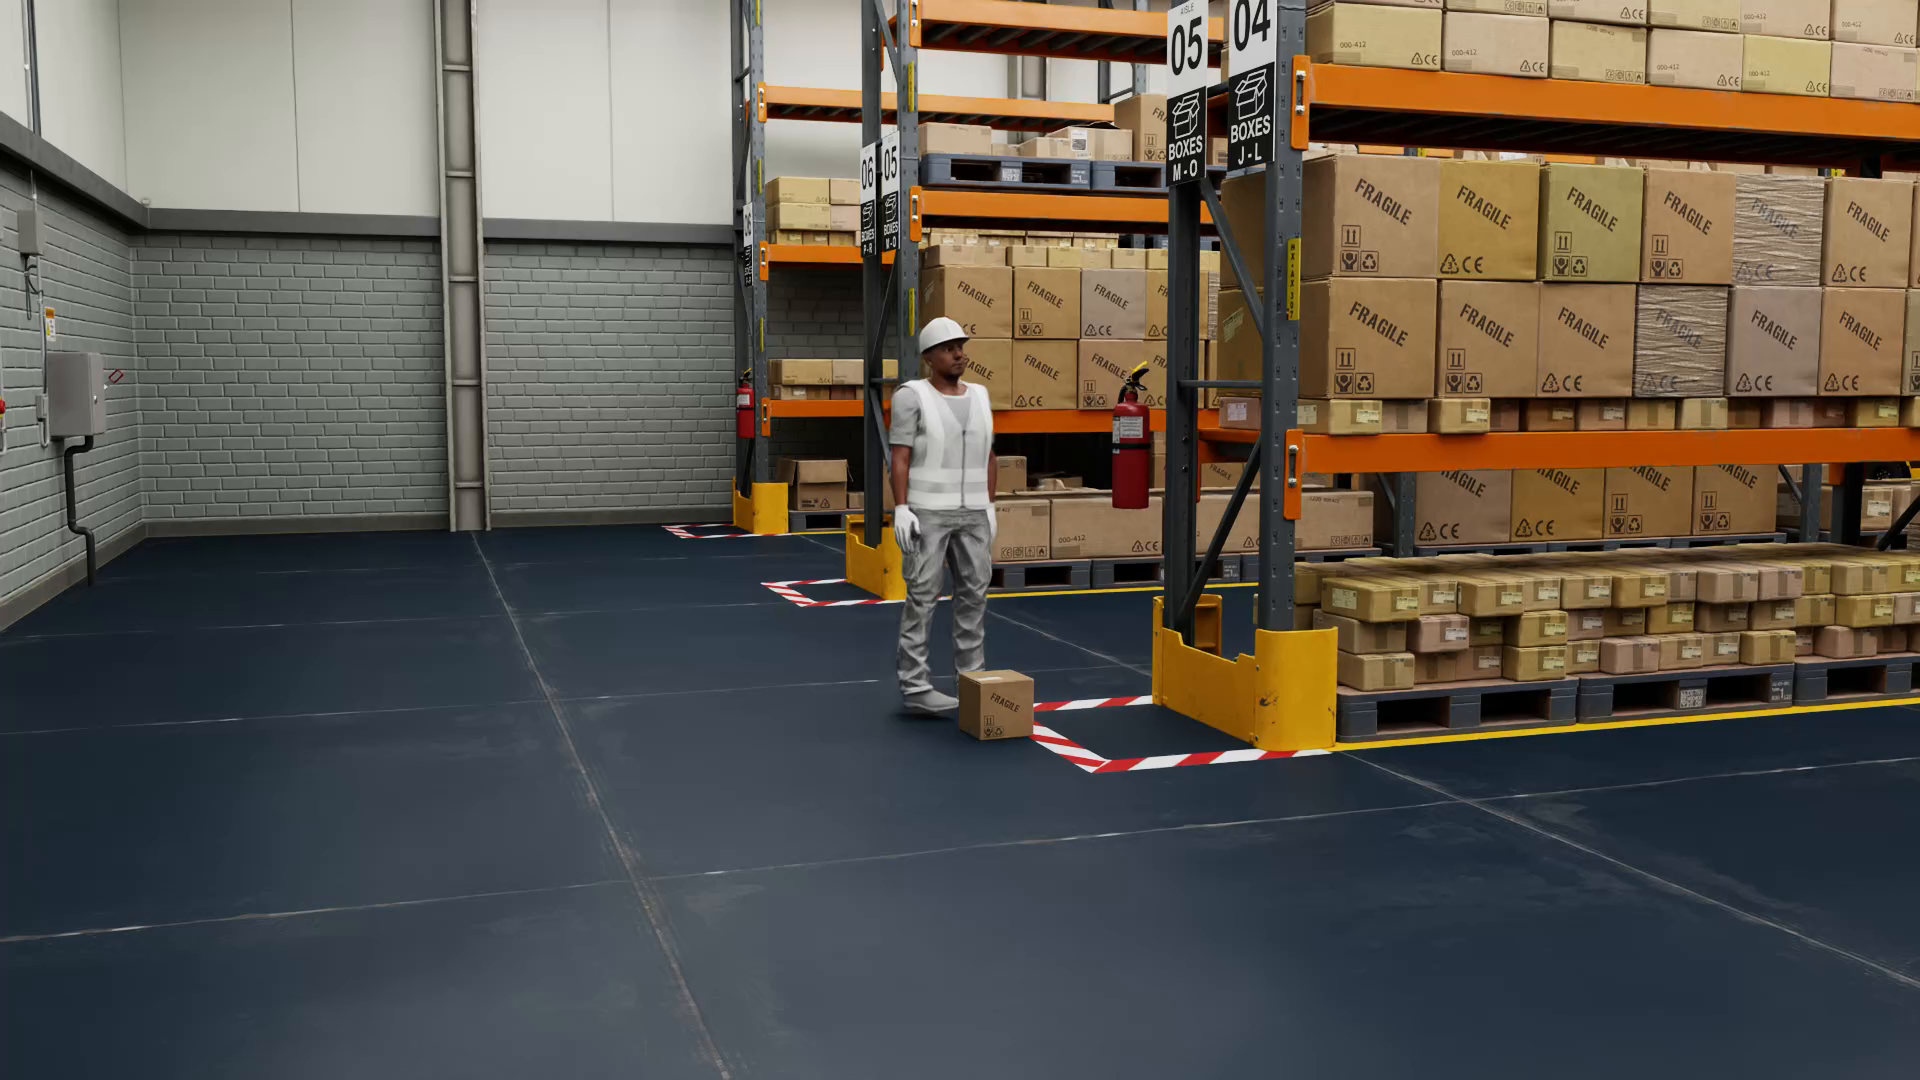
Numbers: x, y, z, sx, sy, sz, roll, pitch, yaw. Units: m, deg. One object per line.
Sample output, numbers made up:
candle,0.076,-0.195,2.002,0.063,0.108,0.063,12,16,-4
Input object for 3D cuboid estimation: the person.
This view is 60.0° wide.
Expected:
person,-0.058,-0.115,7.601,0.589,1.796,0.388,-3,7,-31
